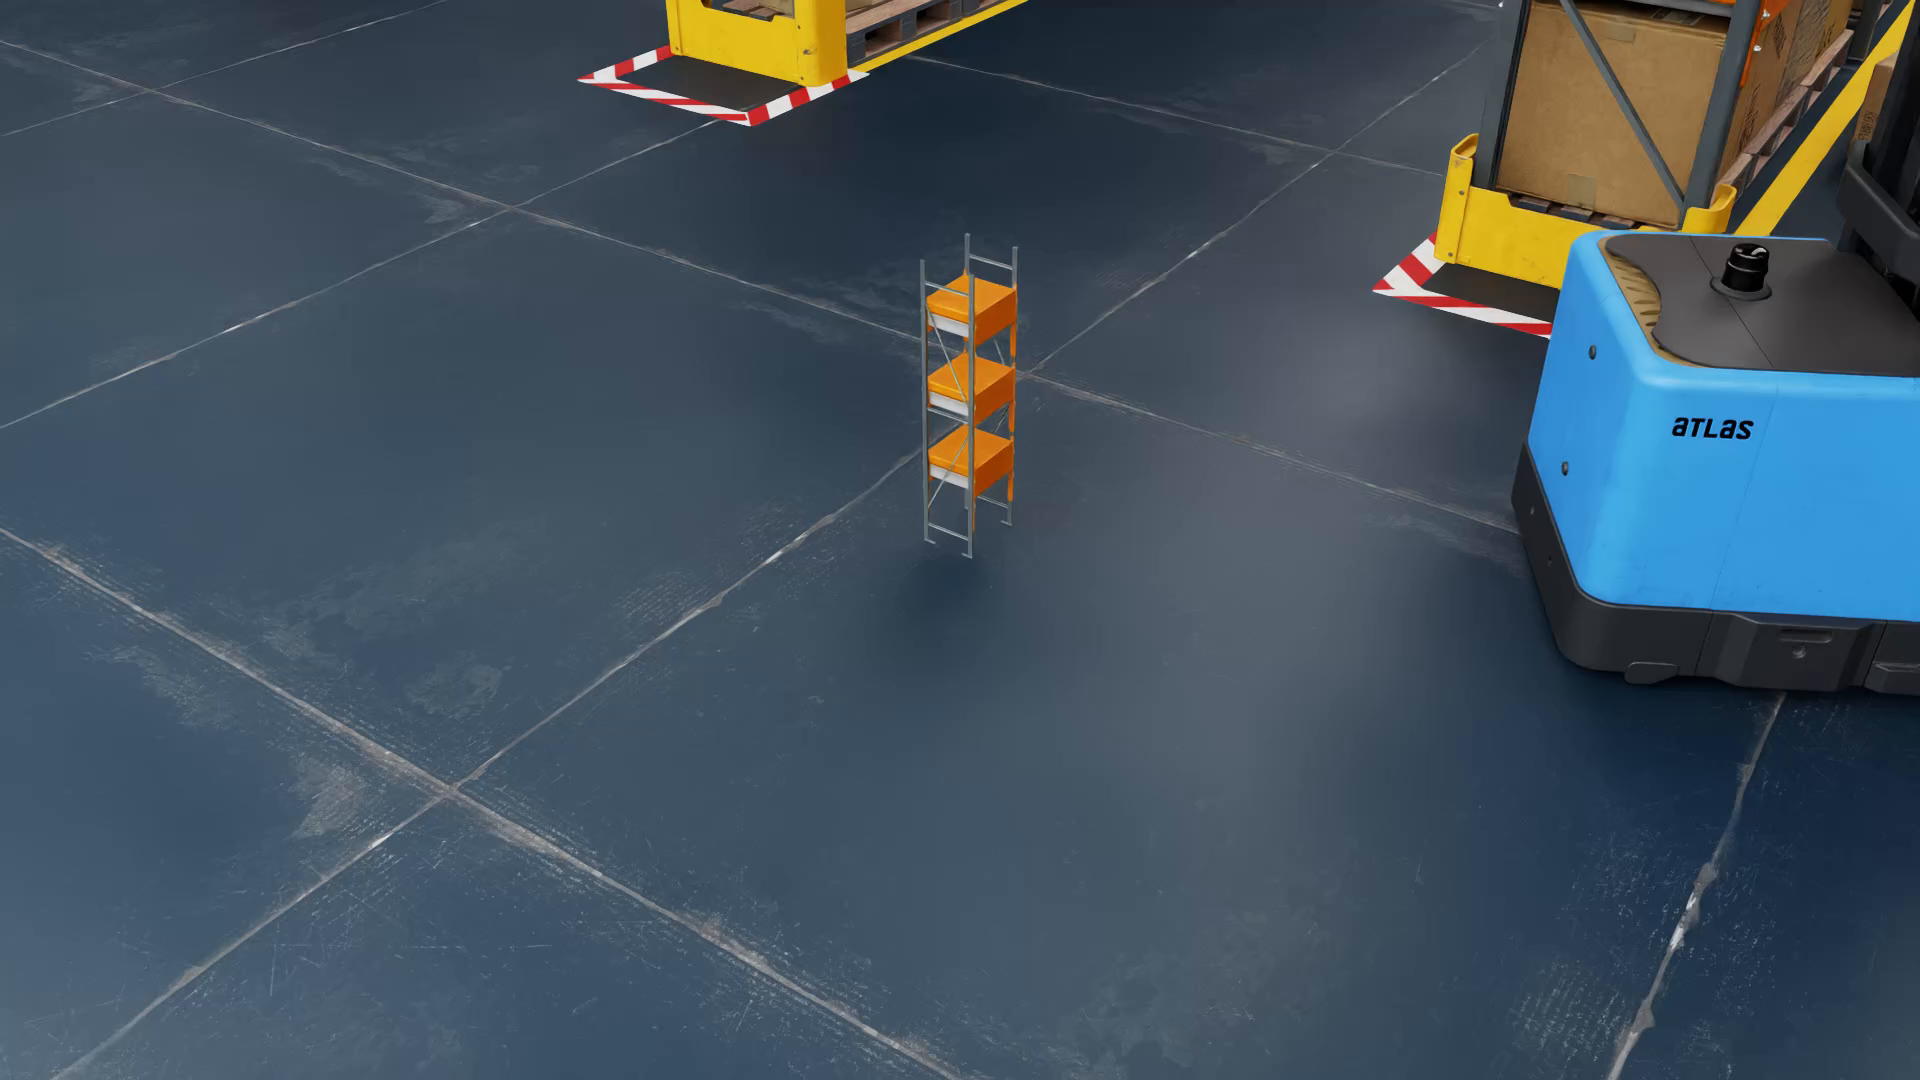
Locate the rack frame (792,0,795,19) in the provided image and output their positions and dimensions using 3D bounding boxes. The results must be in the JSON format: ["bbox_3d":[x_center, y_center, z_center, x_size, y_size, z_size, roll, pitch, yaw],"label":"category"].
[{"bbox_3d":[-1.260,-4.081,9.107,1.000,3.000,0.127,21,39,28],"label":"rack frame"}]

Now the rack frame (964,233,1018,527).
[{"bbox_3d":[0.100,-0.516,5.575,0.200,1.050,0.008,21,39,28],"label":"rack frame"}]

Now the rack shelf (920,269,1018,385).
[{"bbox_3d":[0.031,-0.686,5.339,0.215,0.259,0.240,21,39,28],"label":"rack shelf"}]

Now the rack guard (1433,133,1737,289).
[{"bbox_3d":[2.744,-1.404,7.380,1.175,0.500,0.348,21,39,28],"label":"rack guard"}]

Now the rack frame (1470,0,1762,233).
[{"bbox_3d":[2.757,-2.450,6.696,1.000,3.000,0.127,21,39,28],"label":"rack frame"}]

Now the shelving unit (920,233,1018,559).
[{"bbox_3d":[0.031,-0.460,5.492,0.215,1.050,0.252,21,39,28],"label":"shelving unit"}]

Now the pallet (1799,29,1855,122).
[{"bbox_3d":[4.540,-2.811,9.718,1.003,0.211,1.213,21,39,28],"label":"pallet"}]

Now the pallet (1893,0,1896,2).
[{"bbox_3d":[6.111,-4.079,11.593,1.003,0.211,1.213,21,39,28],"label":"pallet"}]

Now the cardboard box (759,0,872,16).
[{"bbox_3d":[-0.890,-3.502,10.107,0.500,0.500,0.500,-29,43,-35],"label":"cardboard box"}]

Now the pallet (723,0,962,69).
[{"bbox_3d":[-0.724,-3.324,10.476,1.003,0.211,1.213,21,39,28],"label":"pallet"}]

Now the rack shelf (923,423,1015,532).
[{"bbox_3d":[0.031,-0.221,5.654,0.215,0.259,0.240,21,39,28],"label":"rack shelf"}]

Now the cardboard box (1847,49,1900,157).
[{"bbox_3d":[4.996,-2.215,8.576,0.500,0.500,0.500,29,44,36],"label":"cardboard box"}]

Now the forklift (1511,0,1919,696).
[{"bbox_3d":[3.395,-0.972,4.571,3.031,2.935,1.130,3,34,5],"label":"forklift"}]

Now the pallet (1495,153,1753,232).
[{"bbox_3d":[3.149,-1.688,8.058,1.003,0.211,1.213,21,39,28],"label":"pallet"}]

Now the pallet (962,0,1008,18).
[{"bbox_3d":[-0.028,-3.883,11.303,1.003,0.211,1.213,21,39,28],"label":"pallet"}]

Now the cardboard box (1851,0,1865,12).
[{"bbox_3d":[5.318,-3.848,10.395,1.050,0.750,0.750,21,39,28],"label":"cardboard box"}]

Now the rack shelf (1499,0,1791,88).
[{"bbox_3d":[3.898,-3.073,8.258,1.077,0.370,4.000,21,39,28],"label":"rack shelf"}]

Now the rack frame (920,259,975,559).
[{"bbox_3d":[-0.039,-0.403,5.409,0.200,1.050,0.008,21,39,28],"label":"rack frame"}]

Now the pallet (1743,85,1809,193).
[{"bbox_3d":[3.845,-2.247,8.885,1.003,0.211,1.213,21,39,28],"label":"pallet"}]

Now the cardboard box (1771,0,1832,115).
[{"bbox_3d":[4.111,-2.902,8.885,0.875,0.875,0.875,22,40,29],"label":"cardboard box"}]

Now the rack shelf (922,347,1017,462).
[{"bbox_3d":[0.031,-0.451,5.498,0.215,0.259,0.240,21,39,28],"label":"rack shelf"}]

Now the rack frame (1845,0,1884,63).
[{"bbox_3d":[5.038,-4.291,9.418,1.000,3.000,0.127,21,39,28],"label":"rack frame"}]

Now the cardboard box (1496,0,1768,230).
[{"bbox_3d":[3.090,-2.077,7.666,0.875,0.875,0.875,21,40,28],"label":"cardboard box"}]

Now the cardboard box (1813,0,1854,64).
[{"bbox_3d":[4.622,-3.318,9.500,0.875,0.875,0.875,22,40,29],"label":"cardboard box"}]

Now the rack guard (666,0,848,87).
[{"bbox_3d":[-1.217,-3.081,9.859,1.175,0.500,0.348,21,39,28],"label":"rack guard"}]

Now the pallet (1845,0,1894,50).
[{"bbox_3d":[5.416,-3.515,10.760,1.003,0.211,1.213,21,39,28],"label":"pallet"}]

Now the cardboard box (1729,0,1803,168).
[{"bbox_3d":[3.590,-2.483,8.266,0.875,0.875,0.875,21,39,27],"label":"cardboard box"}]
